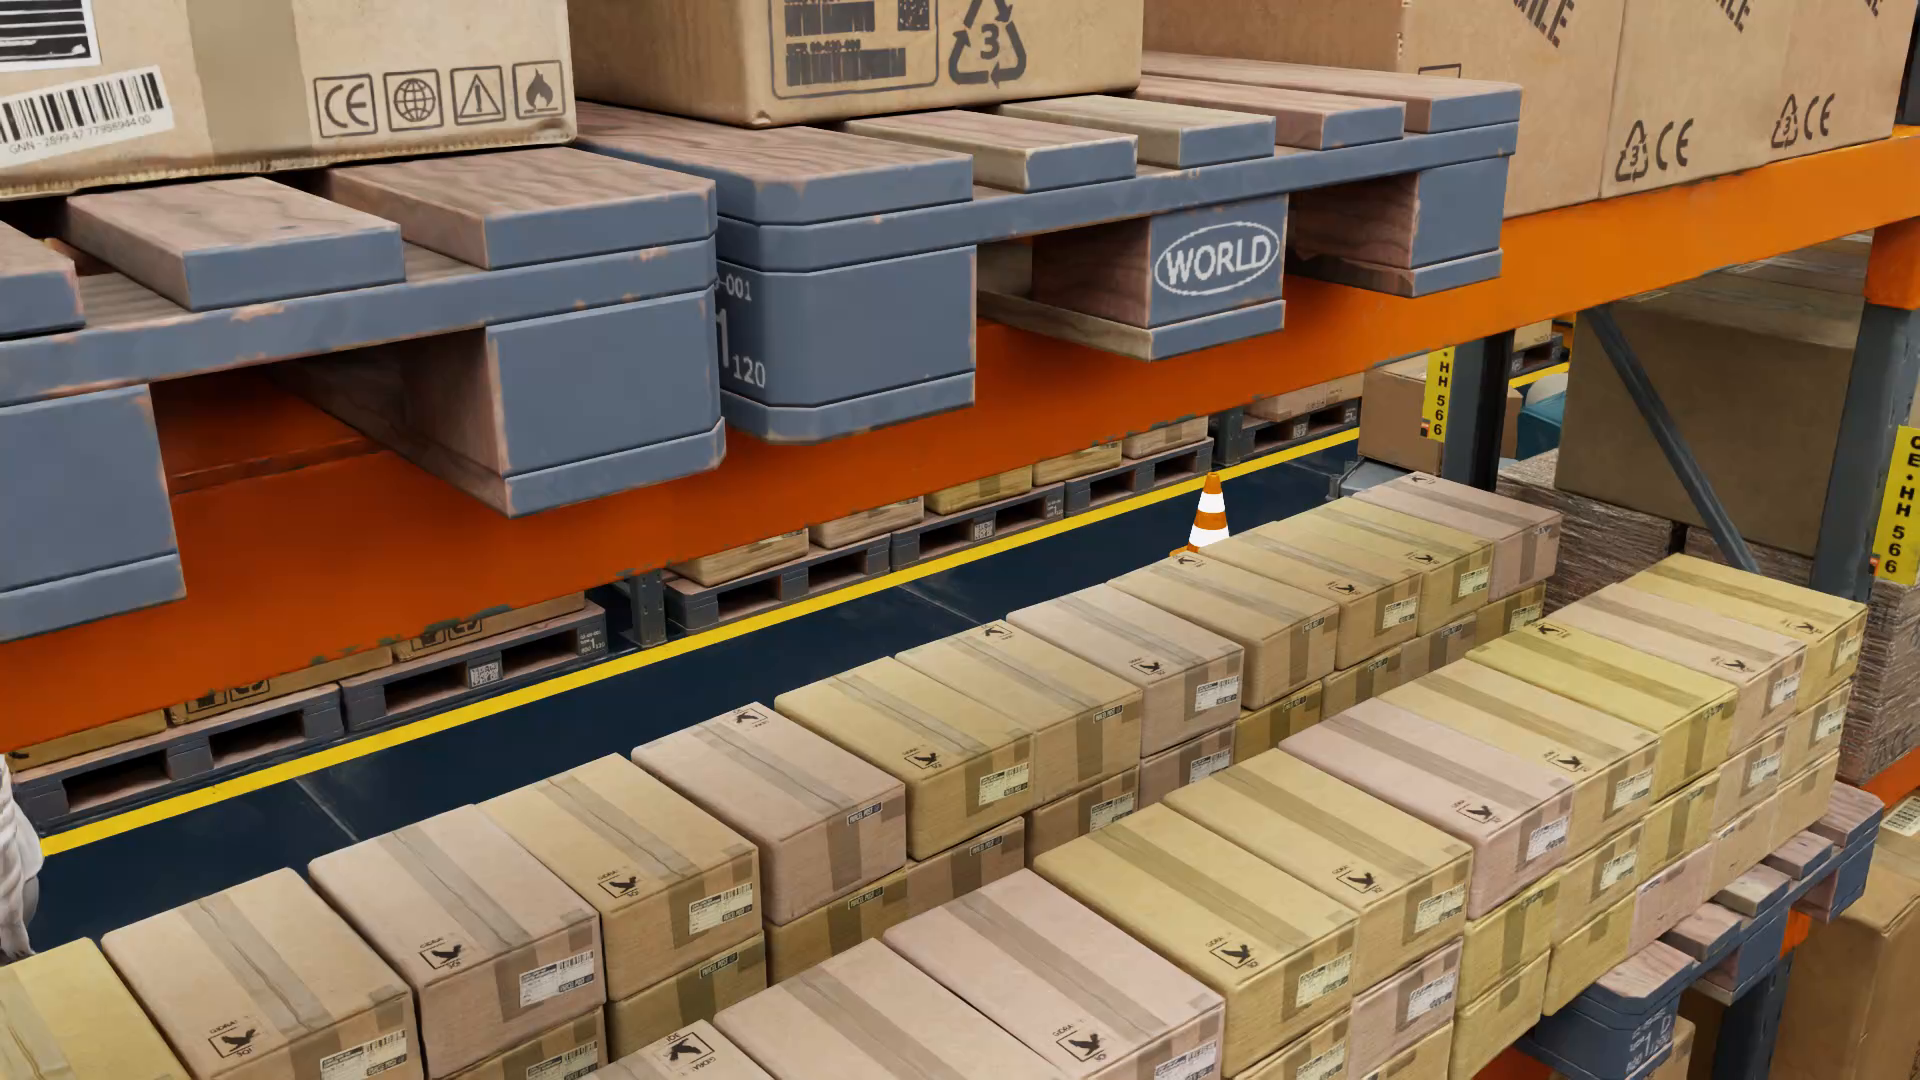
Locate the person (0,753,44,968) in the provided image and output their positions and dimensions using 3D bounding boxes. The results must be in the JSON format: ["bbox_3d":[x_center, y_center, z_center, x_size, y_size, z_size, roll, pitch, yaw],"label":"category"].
[{"bbox_3d":[-2.465,0.869,4.233,0.489,1.679,0.483,-12,24,-29],"label":"person"}]
